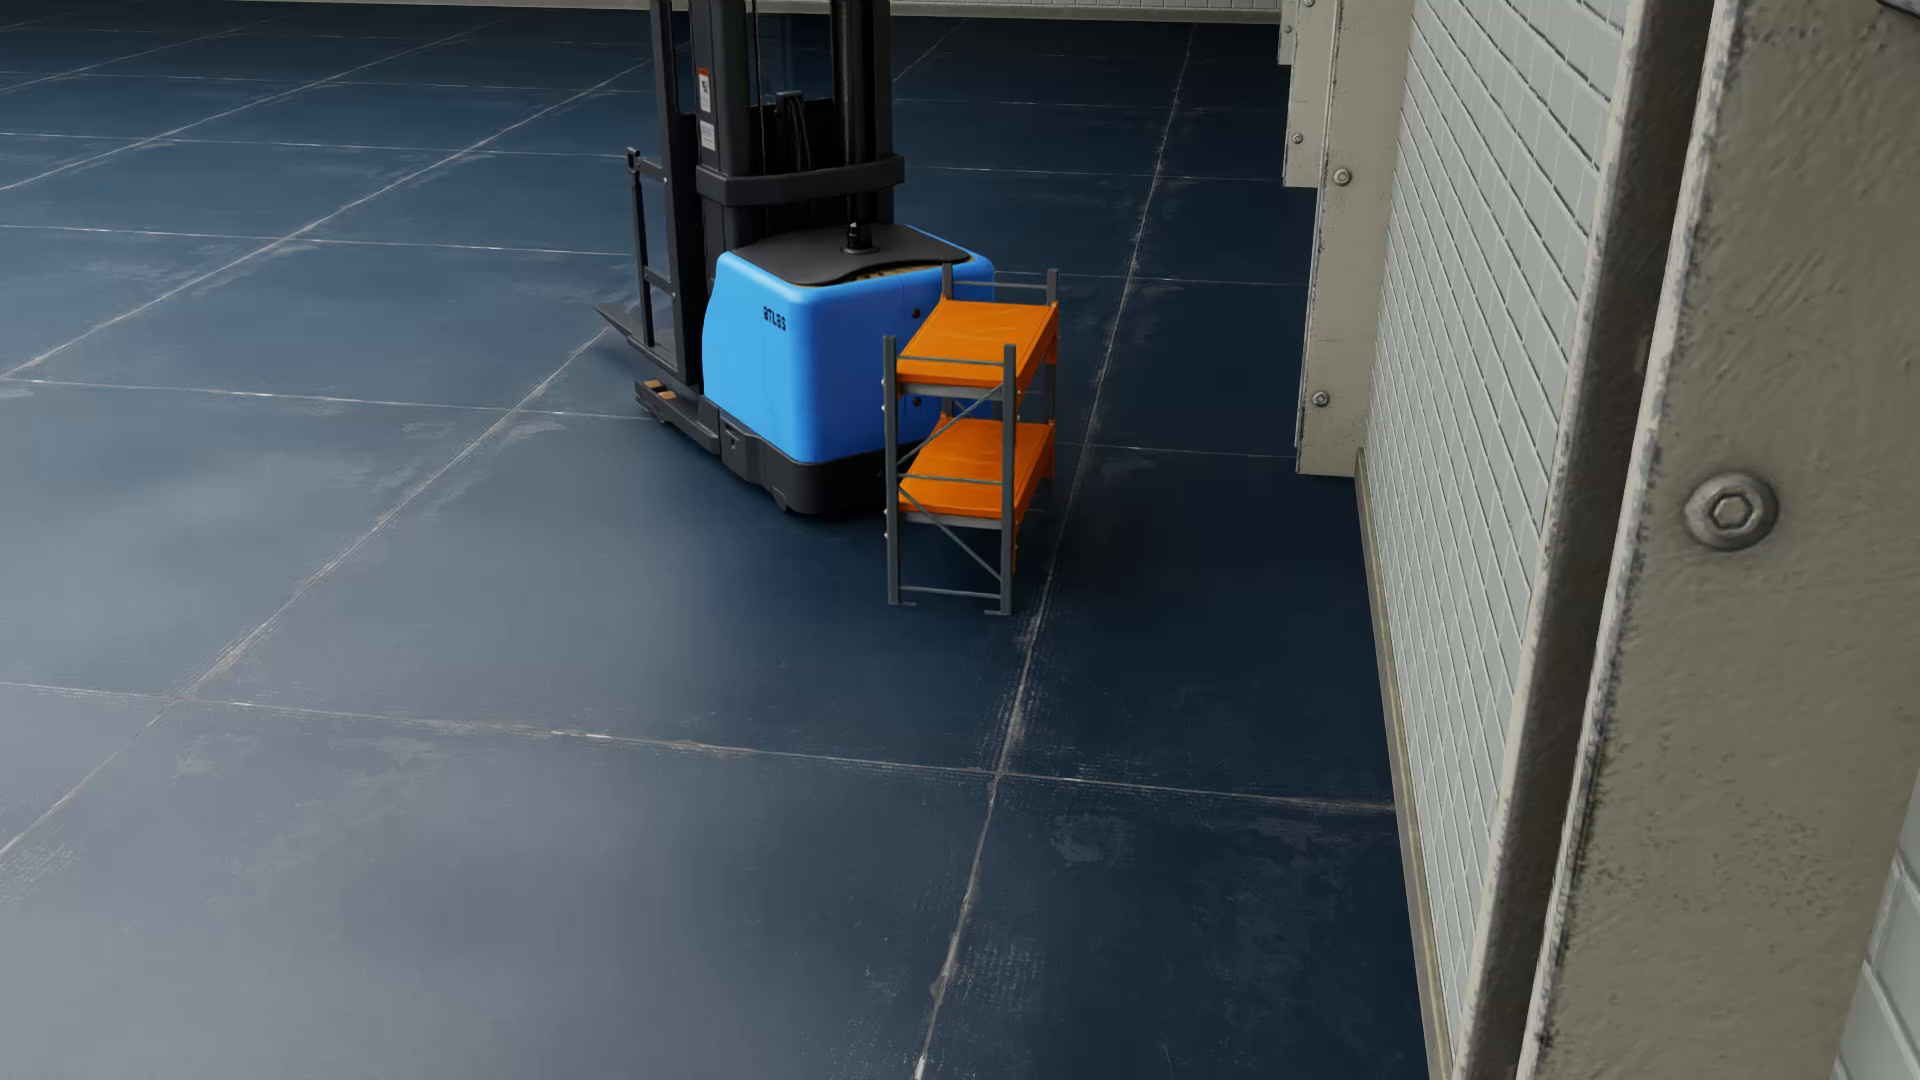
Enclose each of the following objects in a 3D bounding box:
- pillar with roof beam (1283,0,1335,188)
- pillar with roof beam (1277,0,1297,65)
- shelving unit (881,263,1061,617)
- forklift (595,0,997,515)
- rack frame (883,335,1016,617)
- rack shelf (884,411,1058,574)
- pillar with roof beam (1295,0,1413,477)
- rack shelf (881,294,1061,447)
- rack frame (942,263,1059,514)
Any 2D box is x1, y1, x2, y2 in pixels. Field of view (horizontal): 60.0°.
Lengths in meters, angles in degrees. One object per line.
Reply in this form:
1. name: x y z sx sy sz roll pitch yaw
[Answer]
1. pillar with roof beam: -1.479 -7.274 12.175 9.100 9.000 0.400 4 25 9
2. pillar with roof beam: -0.499 -9.783 17.536 9.100 9.000 0.400 4 25 9
3. shelving unit: 0.065 -0.443 6.869 0.538 1.125 1.048 5 26 11
4. forklift: -1.035 -2.019 8.105 1.130 2.935 3.031 -15 29 -29
5. rack frame: -0.039 -0.232 6.418 0.500 1.125 0.032 5 26 11
6. rack shelf: 0.065 -0.221 6.973 0.538 0.278 1.000 5 26 11
7. pillar with roof beam: -2.460 -4.764 6.814 9.100 9.000 0.400 4 25 9
8. rack shelf: 0.065 -0.708 6.745 0.538 0.278 1.000 5 26 11
9. rack frame: 0.170 -0.654 7.319 0.500 1.125 0.032 5 26 11
